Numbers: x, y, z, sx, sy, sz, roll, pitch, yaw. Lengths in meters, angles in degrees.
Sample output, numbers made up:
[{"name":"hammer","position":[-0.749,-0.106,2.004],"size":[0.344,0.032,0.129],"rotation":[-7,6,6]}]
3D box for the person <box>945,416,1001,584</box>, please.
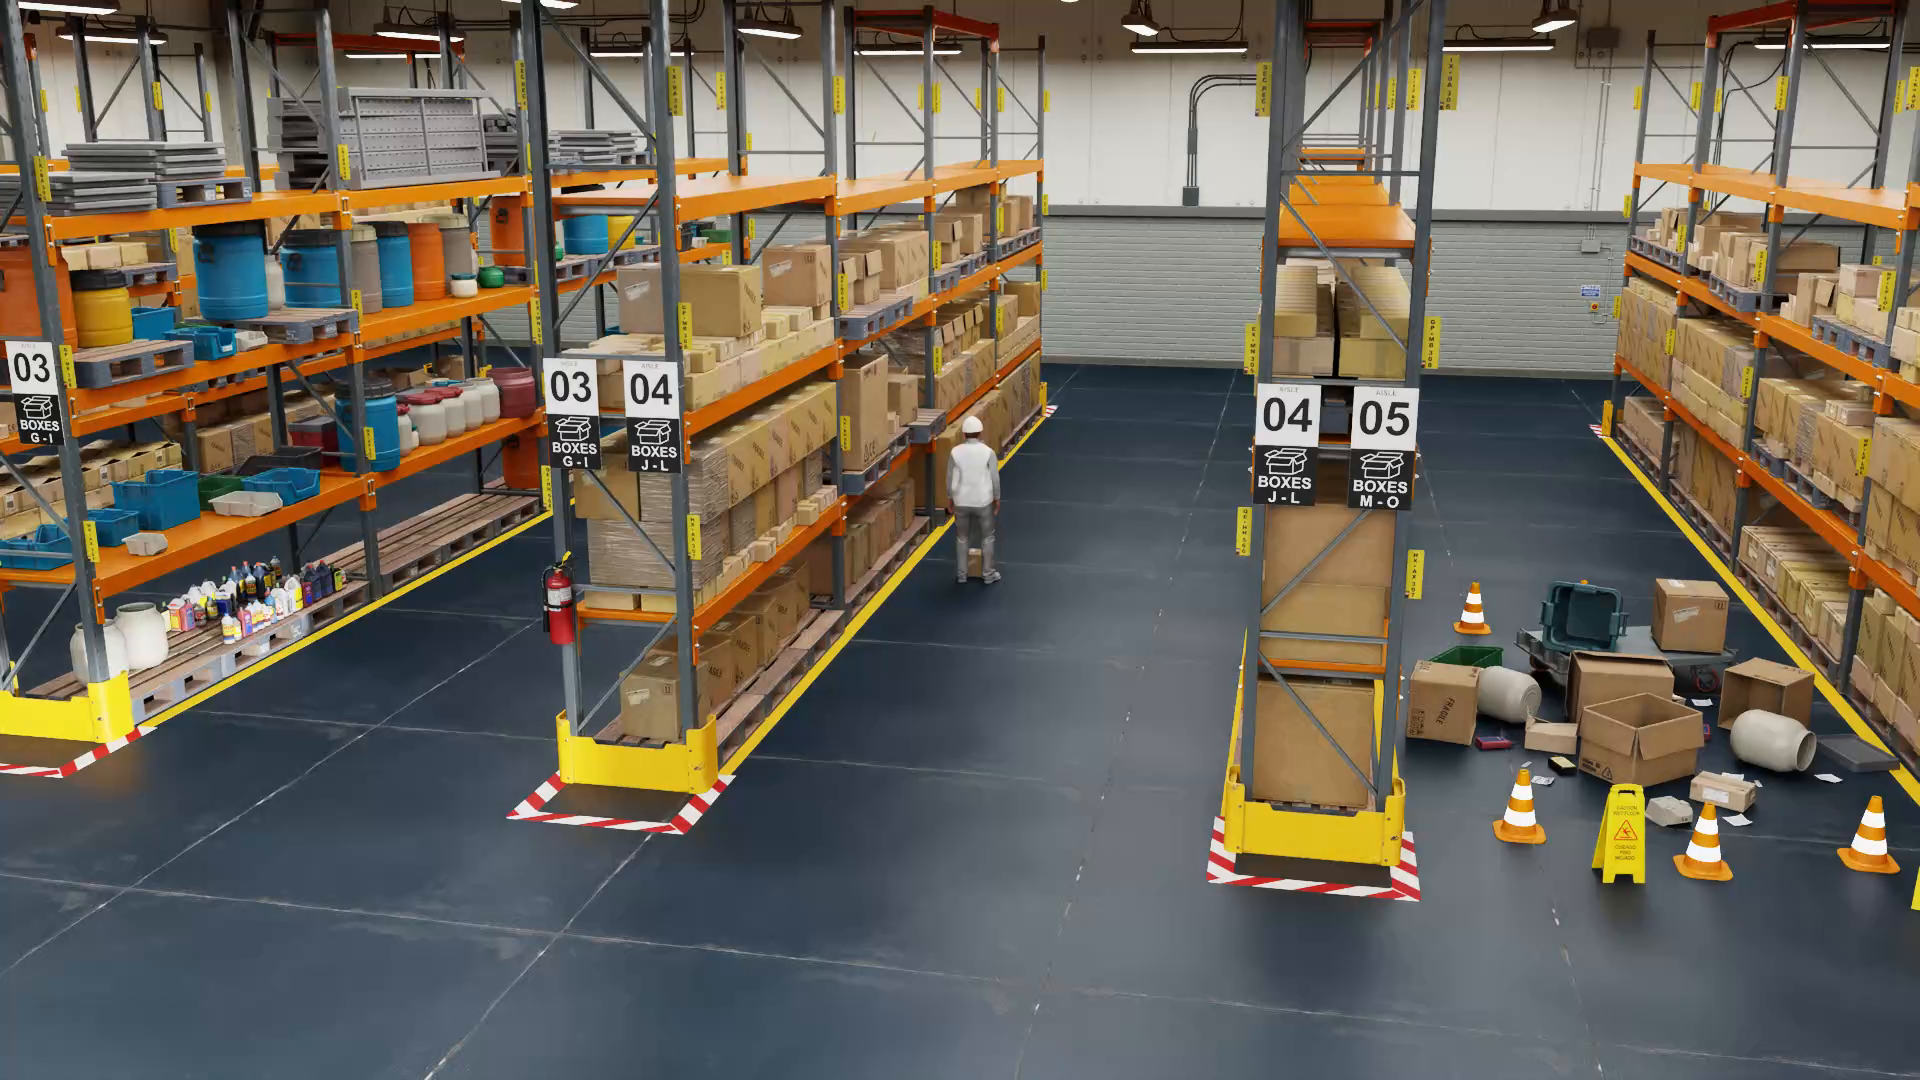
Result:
[{"name":"person","position":[0.141,-0.420,17.581],"size":[0.579,1.769,0.466],"rotation":[2,15,9]}]
